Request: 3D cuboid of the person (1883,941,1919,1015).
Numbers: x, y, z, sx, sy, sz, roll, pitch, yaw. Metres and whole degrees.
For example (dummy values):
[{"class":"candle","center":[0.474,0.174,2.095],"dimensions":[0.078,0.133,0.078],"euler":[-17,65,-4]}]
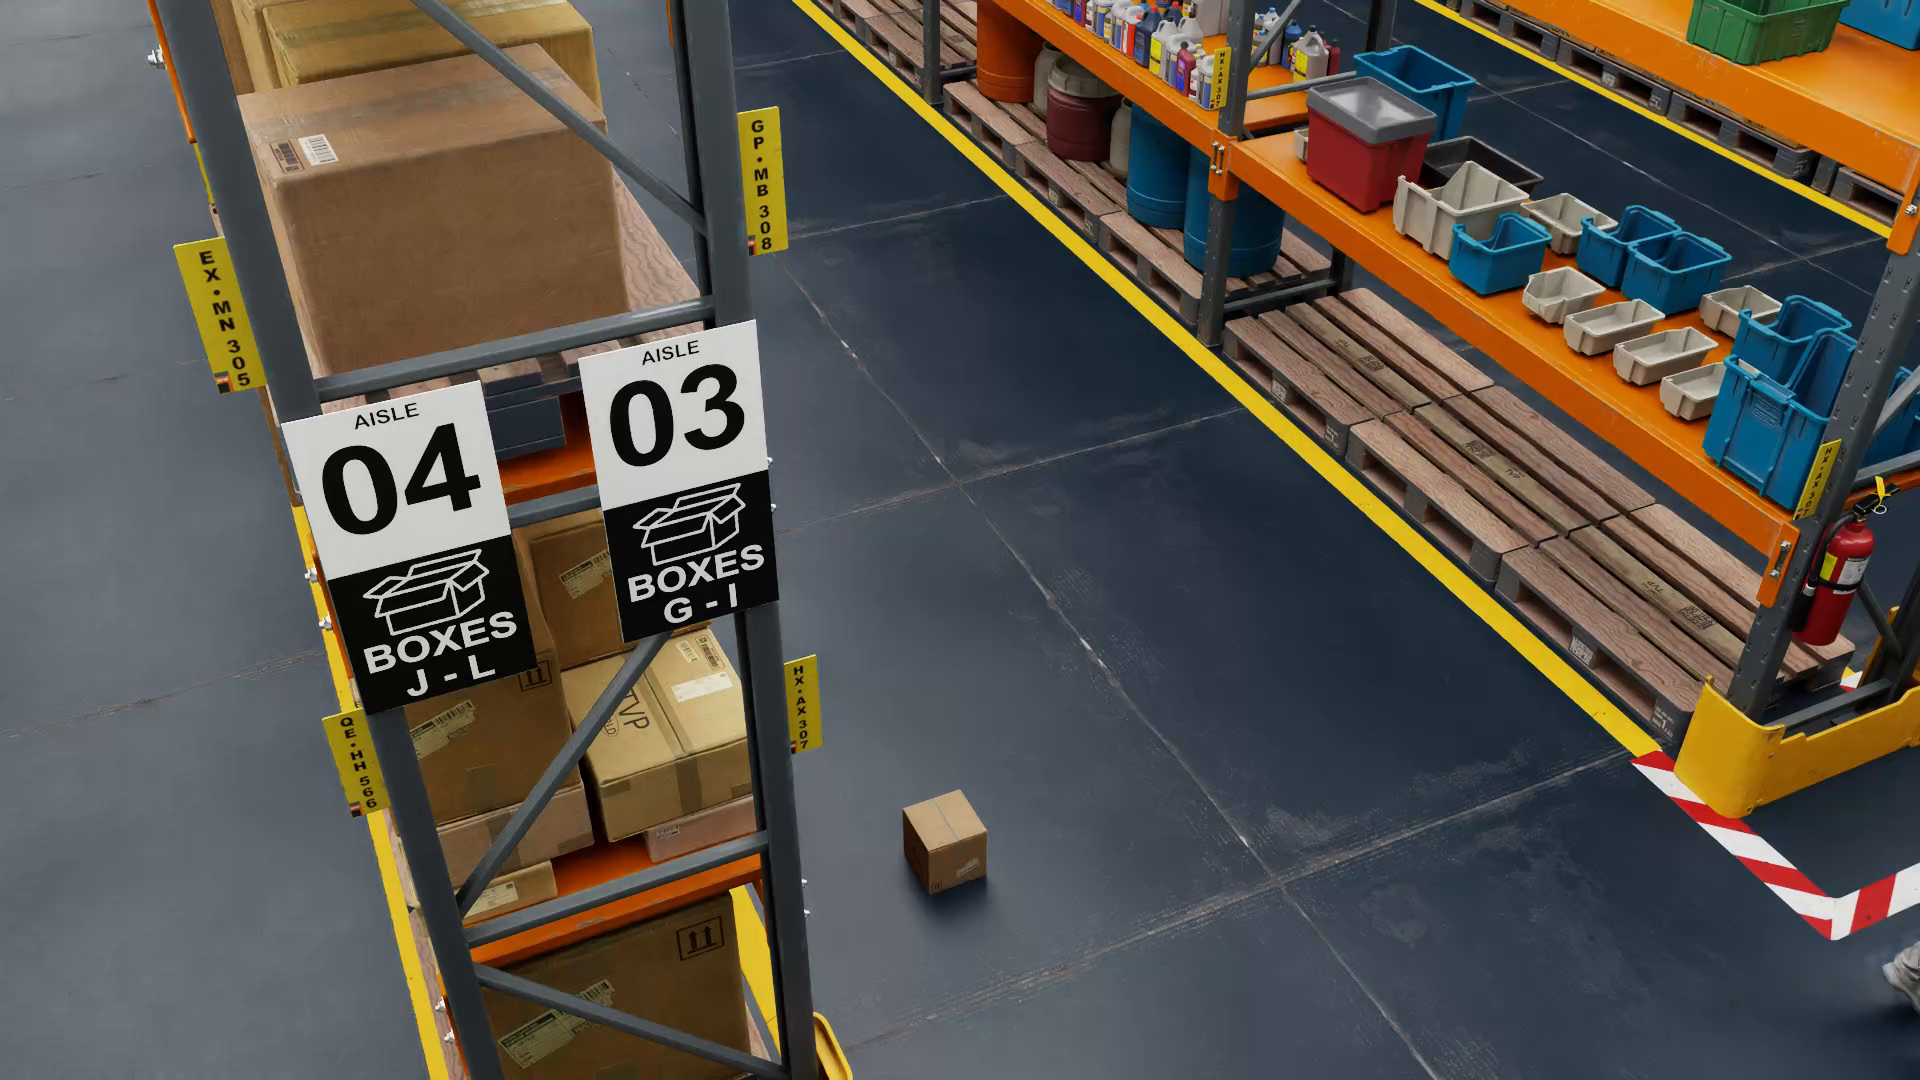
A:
[{"class":"person","center":[3.531,1.061,5.401],"dimensions":[0.525,1.783,0.553],"euler":[11,38,14]}]
